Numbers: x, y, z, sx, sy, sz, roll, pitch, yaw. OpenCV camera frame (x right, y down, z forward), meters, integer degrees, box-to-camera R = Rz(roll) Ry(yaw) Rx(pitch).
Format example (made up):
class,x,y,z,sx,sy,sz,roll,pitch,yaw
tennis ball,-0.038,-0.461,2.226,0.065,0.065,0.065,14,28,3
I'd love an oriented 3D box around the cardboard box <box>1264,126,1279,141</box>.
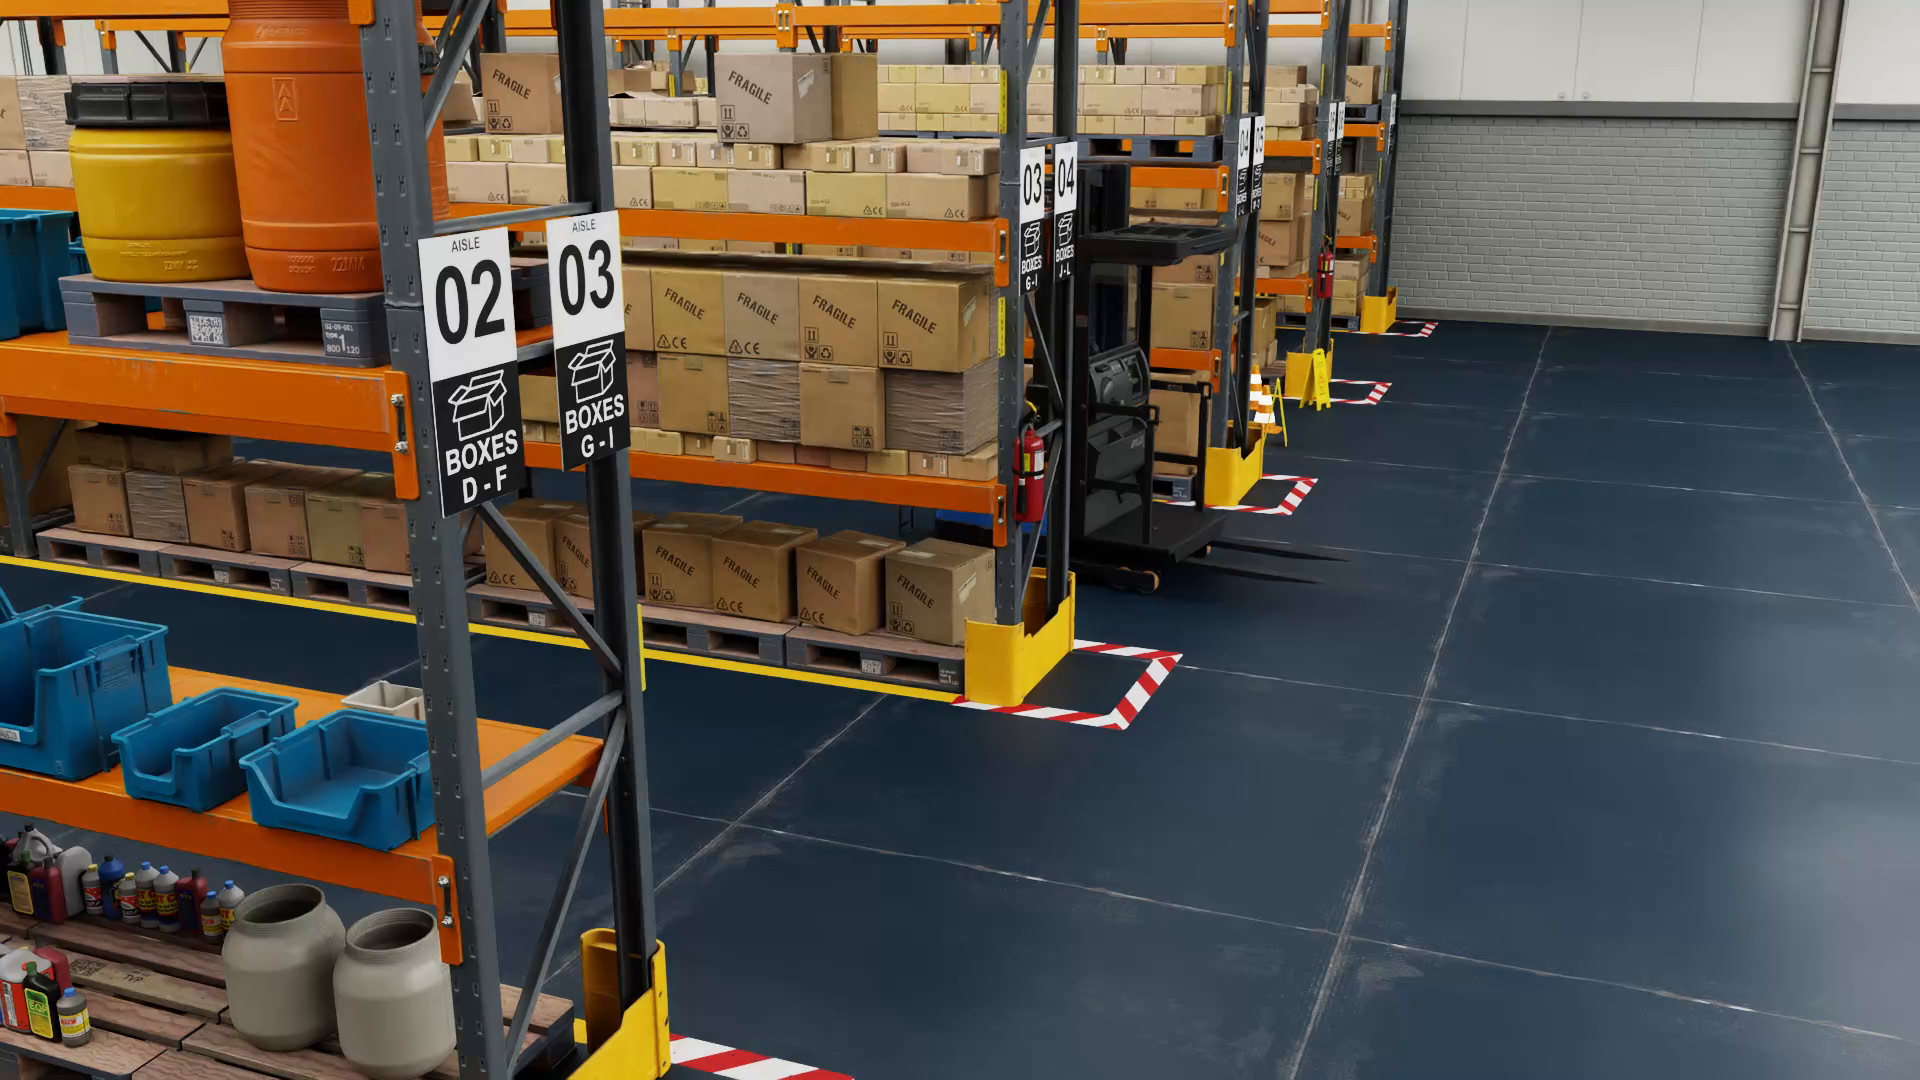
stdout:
class,x,y,z,sx,sy,sz,roll,pitch,yaw
cardboard box,3.411,-4.484,18.309,0.250,0.149,0.380,6,17,21

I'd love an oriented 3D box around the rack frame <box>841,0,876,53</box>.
class,x,y,z,sx,sy,sz,roll,pitch,yaw
rack frame,-1.535,-8.170,25.176,0.127,3.000,1.000,6,17,21

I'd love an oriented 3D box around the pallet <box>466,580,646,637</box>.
class,x,y,z,sx,sy,sz,roll,pitch,yaw
pallet,-2.630,0.377,11.498,1.213,0.211,1.003,6,17,21

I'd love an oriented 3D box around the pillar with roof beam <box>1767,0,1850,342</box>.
class,x,y,z,sx,sy,sz,roll,pitch,yaw
pillar with roof beam,9.592,-5.926,17.447,0.400,9.000,9.100,6,17,21

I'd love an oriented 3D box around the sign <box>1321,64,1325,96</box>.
class,x,y,z,sx,sy,sz,roll,pitch,yaw
sign,3.867,-4.907,17.727,0.005,0.325,0.100,6,17,21

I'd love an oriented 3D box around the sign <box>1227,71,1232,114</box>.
class,x,y,z,sx,sy,sz,roll,pitch,yaw
sign,2.155,-3.577,13.289,0.005,0.325,0.100,6,17,21

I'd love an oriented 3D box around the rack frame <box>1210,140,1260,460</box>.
class,x,y,z,sx,sy,sz,roll,pitch,yaw
rack frame,2.367,-1.889,14.300,0.127,3.000,1.000,6,17,21

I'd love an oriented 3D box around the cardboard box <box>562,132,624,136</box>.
class,x,y,z,sx,sy,sz,roll,pitch,yaw
cardboard box,-2.379,-2.569,10.818,0.250,0.149,0.380,5,17,18

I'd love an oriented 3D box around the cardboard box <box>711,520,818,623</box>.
class,x,y,z,sx,sy,sz,roll,pitch,yaw
cardboard box,-1.266,0.196,10.847,0.500,0.500,0.500,8,18,26

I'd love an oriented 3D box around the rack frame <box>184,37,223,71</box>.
class,x,y,z,sx,sy,sz,roll,pitch,yaw
rack frame,-10.795,-7.701,23.559,0.127,3.000,1.000,6,17,21

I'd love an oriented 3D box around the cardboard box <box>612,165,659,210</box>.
class,x,y,z,sx,sy,sz,roll,pitch,yaw
cardboard box,-1.991,-2.172,10.163,0.500,0.250,0.500,6,17,18

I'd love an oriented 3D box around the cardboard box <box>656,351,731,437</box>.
class,x,y,z,sx,sy,sz,roll,pitch,yaw
cardboard box,-1.468,-1.004,10.538,0.500,0.500,0.875,6,17,21

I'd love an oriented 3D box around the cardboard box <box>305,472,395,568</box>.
class,x,y,z,sx,sy,sz,roll,pitch,yaw
cardboard box,-4.268,-0.155,12.021,0.500,0.500,0.700,6,17,20

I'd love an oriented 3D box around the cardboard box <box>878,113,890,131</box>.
class,x,y,z,sx,sy,sz,roll,pitch,yaw
cardboard box,-0.667,-3.690,14.643,0.250,0.149,0.380,6,17,21

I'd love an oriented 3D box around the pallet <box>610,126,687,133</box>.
class,x,y,z,sx,sy,sz,roll,pitch,yaw
pallet,-3.415,-3.891,16.156,1.213,0.211,1.003,7,18,23

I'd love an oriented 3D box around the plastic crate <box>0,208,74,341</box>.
class,x,y,z,sx,sy,sz,roll,pitch,yaw
plastic crate,-3.248,-0.878,5.467,0.575,0.384,0.392,6,17,21

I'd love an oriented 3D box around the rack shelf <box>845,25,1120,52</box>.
class,x,y,z,sx,sy,sz,roll,pitch,yaw
rack shelf,0.326,-7.428,24.627,4.000,0.370,1.077,6,17,21

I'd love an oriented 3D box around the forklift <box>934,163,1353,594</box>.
class,x,y,z,sx,sy,sz,roll,pitch,yaw
forklift,1.340,-1.192,12.021,3.031,2.935,1.130,9,19,29

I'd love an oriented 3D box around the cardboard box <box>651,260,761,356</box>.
class,x,y,z,sx,sy,sz,roll,pitch,yaw
cardboard box,-1.543,-1.431,10.216,0.500,0.500,0.500,6,17,21

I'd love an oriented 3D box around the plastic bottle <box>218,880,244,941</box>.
class,x,y,z,sx,sy,sz,roll,pitch,yaw
plastic bottle,-2.936,1.504,6.716,0.097,0.271,0.097,0,16,0

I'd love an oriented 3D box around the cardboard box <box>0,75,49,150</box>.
class,x,y,z,sx,sy,sz,roll,pitch,yaw
cardboard box,-6.646,-3.045,11.826,0.500,0.500,0.500,6,17,21

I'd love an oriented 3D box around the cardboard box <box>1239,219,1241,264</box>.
class,x,y,z,sx,sy,sz,roll,pitch,yaw
cardboard box,3.019,-3.410,18.828,0.500,0.500,0.500,6,17,21

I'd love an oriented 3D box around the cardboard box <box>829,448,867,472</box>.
class,x,y,z,sx,sy,sz,roll,pitch,yaw
cardboard box,-0.598,-0.535,10.088,0.250,0.149,0.380,6,17,21

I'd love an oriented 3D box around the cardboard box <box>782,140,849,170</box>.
class,x,y,z,sx,sy,sz,roll,pitch,yaw
cardboard box,-0.840,-2.254,9.731,0.250,0.149,0.380,6,17,21

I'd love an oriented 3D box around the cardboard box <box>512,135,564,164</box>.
class,x,y,z,sx,sy,sz,roll,pitch,yaw
cardboard box,-2.560,-2.426,10.323,0.250,0.149,0.380,6,17,21

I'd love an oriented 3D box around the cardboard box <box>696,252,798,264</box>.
class,x,y,z,sx,sy,sz,roll,pitch,yaw
cardboard box,-1.354,-1.564,10.675,0.500,0.500,0.500,6,17,21

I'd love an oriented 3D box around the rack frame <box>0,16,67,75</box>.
class,x,y,z,sx,sy,sz,roll,pitch,yaw
rack frame,-6.989,-4.312,11.887,0.127,3.000,1.000,6,17,21

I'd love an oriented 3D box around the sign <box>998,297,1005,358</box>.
class,x,y,z,sx,sy,sz,roll,pitch,yaw
sign,0.231,-1.179,9.210,0.005,0.325,0.100,6,17,21

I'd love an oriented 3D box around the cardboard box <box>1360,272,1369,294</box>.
class,x,y,z,sx,sy,sz,roll,pitch,yaw
cardboard box,5.546,-3.694,23.800,0.500,0.250,0.500,7,17,22

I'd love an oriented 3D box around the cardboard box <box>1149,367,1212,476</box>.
class,x,y,z,sx,sy,sz,roll,pitch,yaw
cardboard box,1.712,-1.122,14.717,0.875,0.875,0.875,6,17,21

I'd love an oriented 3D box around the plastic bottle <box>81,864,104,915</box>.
class,x,y,z,sx,sy,sz,roll,pitch,yaw
plastic bottle,-3.632,1.462,6.989,0.097,0.201,0.097,0,16,0

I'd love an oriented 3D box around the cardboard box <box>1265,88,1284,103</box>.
class,x,y,z,sx,sy,sz,roll,pitch,yaw
cardboard box,3.441,-4.880,18.244,0.250,0.149,0.380,7,17,22

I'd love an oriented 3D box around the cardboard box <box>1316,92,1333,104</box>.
class,x,y,z,sx,sy,sz,roll,pitch,yaw
cardboard box,5.025,-6.046,22.758,0.250,0.149,0.380,6,17,19

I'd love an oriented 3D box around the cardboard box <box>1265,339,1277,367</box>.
class,x,y,z,sx,sy,sz,roll,pitch,yaw
cardboard box,3.440,-2.218,19.614,0.500,0.250,0.500,6,17,20

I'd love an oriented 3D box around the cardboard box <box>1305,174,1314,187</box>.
class,x,y,z,sx,sy,sz,roll,pitch,yaw
cardboard box,4.798,-5.037,23.267,0.250,0.149,0.380,6,17,21

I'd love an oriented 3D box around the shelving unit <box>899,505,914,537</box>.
class,x,y,z,sx,sy,sz,roll,pitch,yaw
shelving unit,-0.210,-0.606,13.110,0.503,1.200,0.258,7,18,24

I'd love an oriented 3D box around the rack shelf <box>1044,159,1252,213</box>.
class,x,y,z,sx,sy,sz,roll,pitch,yaw
rack shelf,0.507,-3.189,14.687,4.000,0.370,1.077,6,17,21

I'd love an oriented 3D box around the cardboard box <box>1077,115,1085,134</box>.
class,x,y,z,sx,sy,sz,roll,pitch,yaw
cardboard box,0.986,-3.509,14.017,0.250,0.149,0.380,6,17,20

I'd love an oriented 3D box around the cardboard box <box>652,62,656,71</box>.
class,x,y,z,sx,sy,sz,roll,pitch,yaw
cardboard box,-4.946,-7.596,26.820,0.258,0.266,0.396,6,17,20

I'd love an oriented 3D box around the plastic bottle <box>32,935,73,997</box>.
class,x,y,z,sx,sy,sz,roll,pitch,yaw
plastic bottle,-3.419,1.630,6.261,0.133,0.283,0.061,6,17,21

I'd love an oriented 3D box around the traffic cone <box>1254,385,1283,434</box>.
class,x,y,z,sx,sy,sz,roll,pitch,yaw
traffic cone,3.125,-1.351,16.999,0.334,0.463,0.336,6,17,21

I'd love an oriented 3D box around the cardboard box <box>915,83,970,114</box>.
class,x,y,z,sx,sy,sz,roll,pitch,yaw
cardboard box,-0.062,-3.834,14.422,0.500,0.250,0.500,6,17,20

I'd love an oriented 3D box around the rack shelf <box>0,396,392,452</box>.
class,x,y,z,sx,sy,sz,roll,pitch,yaw
rack shelf,-5.128,-0.881,12.119,4.000,0.370,1.077,6,17,21

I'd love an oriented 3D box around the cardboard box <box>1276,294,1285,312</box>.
class,x,y,z,sx,sy,sz,roll,pitch,yaw
cardboard box,4.433,-3.425,23.770,0.500,0.250,0.500,6,17,21

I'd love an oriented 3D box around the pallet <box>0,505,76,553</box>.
class,x,y,z,sx,sy,sz,roll,pitch,yaw
pallet,-7.695,-0.192,13.457,1.213,0.211,1.003,6,17,21

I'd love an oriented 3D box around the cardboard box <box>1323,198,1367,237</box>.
class,x,y,z,sx,sy,sz,roll,pitch,yaw
cardboard box,5.353,-4.501,23.118,0.500,0.500,0.500,6,17,19

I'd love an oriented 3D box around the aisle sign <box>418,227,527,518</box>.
class,x,y,z,sx,sy,sz,roll,pitch,yaw
aisle sign,-1.406,-0.492,4.826,0.004,0.787,0.394,6,17,21

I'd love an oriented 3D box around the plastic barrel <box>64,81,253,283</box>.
class,x,y,z,sx,sy,sz,roll,pitch,yaw
plastic barrel,-2.471,-1.145,5.265,0.600,0.588,0.600,0,16,0

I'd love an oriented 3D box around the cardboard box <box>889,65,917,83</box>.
class,x,y,z,sx,sy,sz,roll,pitch,yaw
cardboard box,-0.431,-4.048,14.443,0.250,0.149,0.380,6,17,20

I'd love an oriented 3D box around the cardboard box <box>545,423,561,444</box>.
class,x,y,z,sx,sy,sz,roll,pitch,yaw
cardboard box,-2.472,-0.731,10.762,0.250,0.149,0.380,6,17,21

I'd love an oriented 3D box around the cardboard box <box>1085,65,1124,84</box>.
class,x,y,z,sx,sy,sz,roll,pitch,yaw
cardboard box,1.218,-3.866,13.818,0.250,0.149,0.380,7,17,22

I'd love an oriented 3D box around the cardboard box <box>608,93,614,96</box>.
class,x,y,z,sx,sy,sz,roll,pitch,yaw
cardboard box,-3.538,-4.120,15.831,0.500,0.311,0.500,6,17,20

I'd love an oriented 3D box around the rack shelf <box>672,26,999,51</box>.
class,x,y,z,sx,sy,sz,roll,pitch,yaw
rack shelf,-1.492,-6.140,20.192,4.000,0.370,1.077,6,17,21

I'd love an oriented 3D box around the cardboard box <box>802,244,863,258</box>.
class,x,y,z,sx,sy,sz,roll,pitch,yaw
cardboard box,-1.023,-2.842,15.377,0.550,0.550,0.875,6,17,21

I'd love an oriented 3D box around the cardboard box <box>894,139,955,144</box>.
class,x,y,z,sx,sy,sz,roll,pitch,yaw
cardboard box,-0.204,-2.306,9.912,0.250,0.149,0.380,6,17,20
